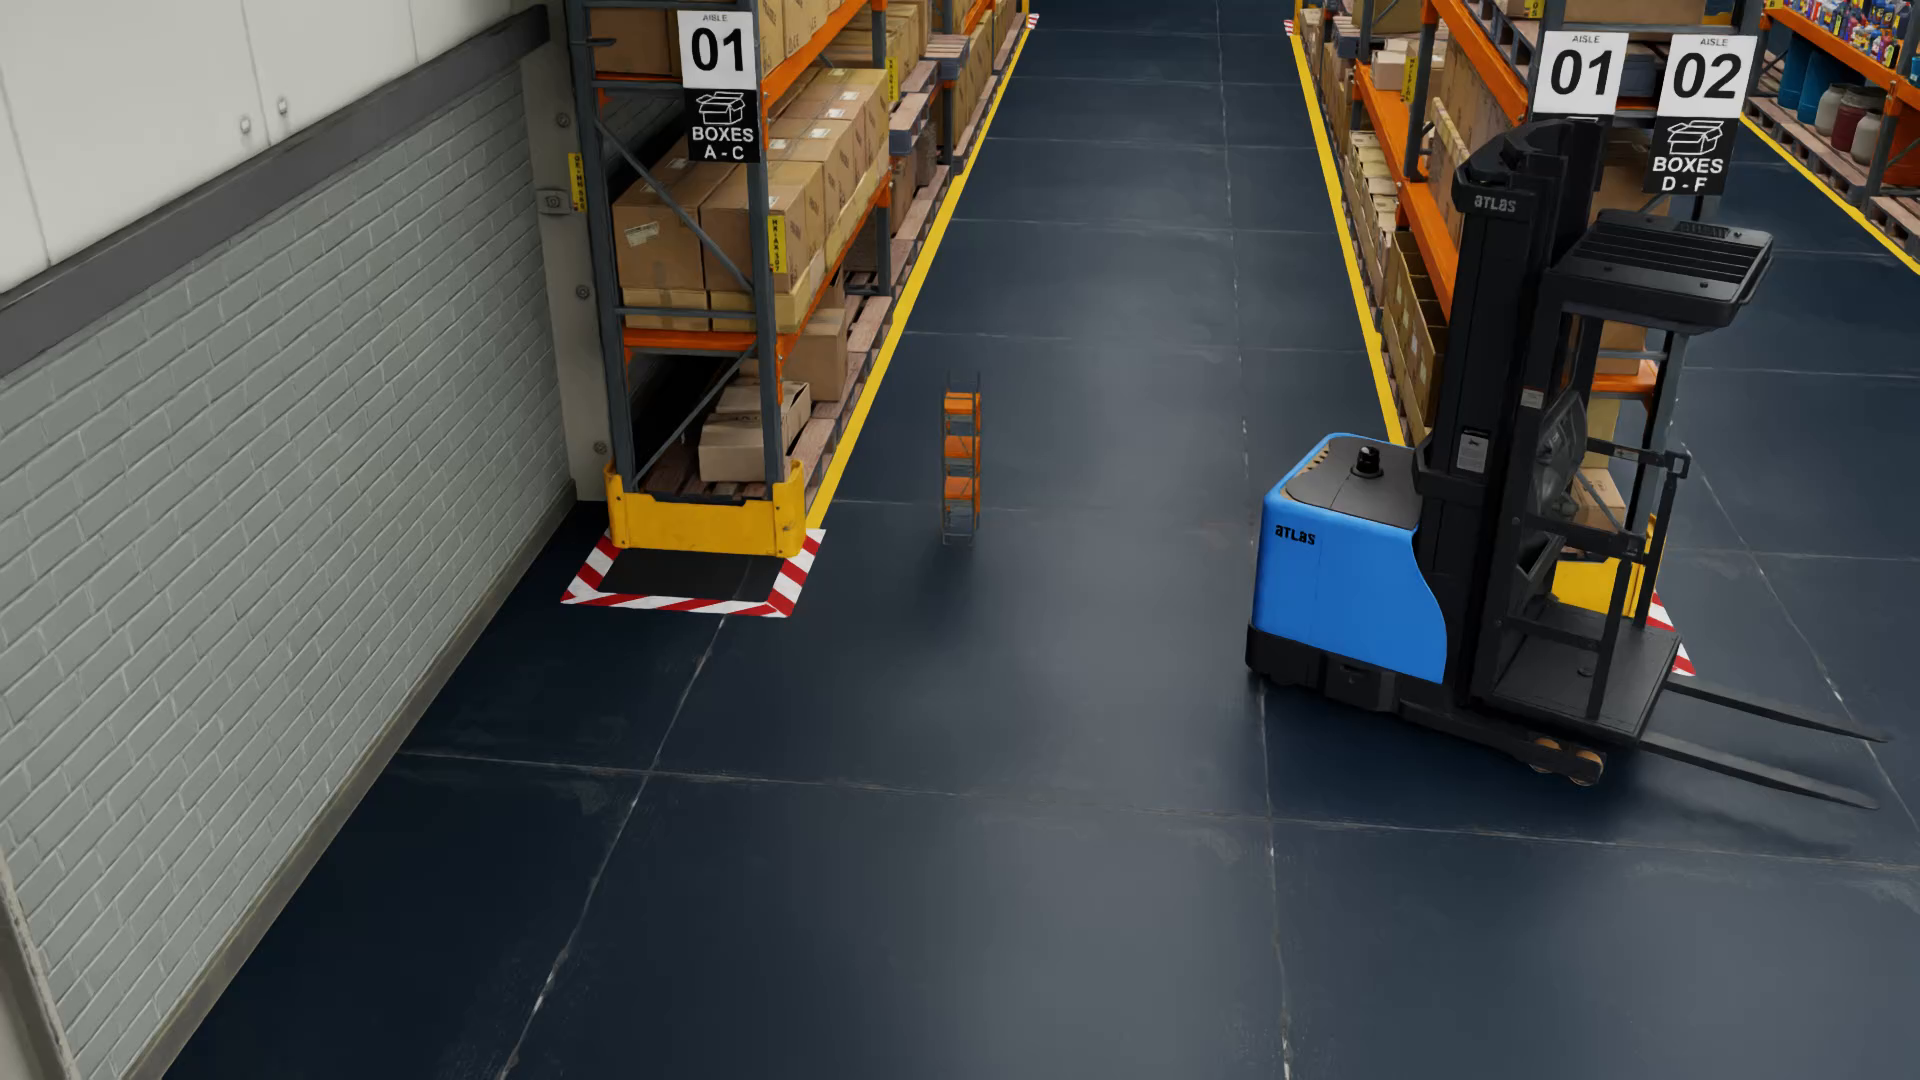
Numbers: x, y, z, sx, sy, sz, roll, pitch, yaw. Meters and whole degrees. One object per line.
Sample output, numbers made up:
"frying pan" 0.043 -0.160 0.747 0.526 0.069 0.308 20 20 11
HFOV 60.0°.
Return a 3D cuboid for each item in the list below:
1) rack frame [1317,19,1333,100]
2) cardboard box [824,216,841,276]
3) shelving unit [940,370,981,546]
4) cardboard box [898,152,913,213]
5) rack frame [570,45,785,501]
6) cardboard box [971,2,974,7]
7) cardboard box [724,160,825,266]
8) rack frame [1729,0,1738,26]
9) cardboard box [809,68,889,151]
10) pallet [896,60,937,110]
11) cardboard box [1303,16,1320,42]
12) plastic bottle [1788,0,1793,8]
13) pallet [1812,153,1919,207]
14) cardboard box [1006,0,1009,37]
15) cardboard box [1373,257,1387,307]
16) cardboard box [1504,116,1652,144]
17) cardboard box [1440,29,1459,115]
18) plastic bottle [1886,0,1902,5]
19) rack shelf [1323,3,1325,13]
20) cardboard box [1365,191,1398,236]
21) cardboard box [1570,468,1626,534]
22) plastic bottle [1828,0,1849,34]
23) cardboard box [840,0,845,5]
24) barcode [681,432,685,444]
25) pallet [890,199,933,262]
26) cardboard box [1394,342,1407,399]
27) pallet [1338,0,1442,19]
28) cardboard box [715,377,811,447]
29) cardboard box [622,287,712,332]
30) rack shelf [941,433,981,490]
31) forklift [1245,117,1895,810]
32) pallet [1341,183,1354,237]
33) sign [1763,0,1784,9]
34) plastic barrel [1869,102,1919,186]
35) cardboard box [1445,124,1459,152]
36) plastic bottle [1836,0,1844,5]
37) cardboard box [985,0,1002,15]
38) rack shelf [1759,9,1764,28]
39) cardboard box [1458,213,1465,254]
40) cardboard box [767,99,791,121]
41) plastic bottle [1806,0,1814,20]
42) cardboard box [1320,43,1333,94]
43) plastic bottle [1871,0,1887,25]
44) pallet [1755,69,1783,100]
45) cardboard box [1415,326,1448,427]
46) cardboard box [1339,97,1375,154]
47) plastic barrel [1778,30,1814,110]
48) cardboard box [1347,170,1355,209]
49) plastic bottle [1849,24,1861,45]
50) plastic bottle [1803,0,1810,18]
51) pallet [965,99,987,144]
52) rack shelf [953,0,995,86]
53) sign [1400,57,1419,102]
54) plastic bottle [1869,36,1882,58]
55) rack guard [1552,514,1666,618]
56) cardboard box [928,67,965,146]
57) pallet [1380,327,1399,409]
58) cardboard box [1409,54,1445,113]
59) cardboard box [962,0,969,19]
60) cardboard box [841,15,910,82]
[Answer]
"rack frame" 4.832 -6.650 19.432 1.000 3.000 0.127 3 28 6
"cardboard box" -1.063 -1.927 10.800 0.500 0.250 0.500 3 28 5
"shelving unit" 0.007 -0.487 10.048 0.215 1.050 0.252 3 28 6
"cardboard box" -0.823 -3.334 15.447 0.700 0.500 0.500 3 28 6
"rack frame" -1.555 -1.288 9.478 1.000 3.000 0.127 3 28 6
"cardboard box" -0.045 -6.064 18.586 0.380 0.149 0.250 3 28 5
"cardboard box" -1.128 -2.000 10.146 0.500 0.500 0.500 3 29 6
"rack frame" 10.238 -8.244 22.389 1.000 3.000 0.127 3 28 6
"cardboard box" -0.816 -3.203 12.379 0.500 0.500 0.500 3 28 6
"pallet" -0.777 -4.035 14.779 1.003 0.211 1.213 3 28 6
"cardboard box" 4.851 -6.806 22.156 0.500 0.250 0.500 3 28 6
"plastic bottle" 9.267 -6.007 18.447 0.097 0.201 0.097 0 28 0
"pallet" 9.313 -3.624 16.754 1.003 0.211 1.213 3 28 6
"cardboard box" 0.296 -7.096 22.452 0.700 0.500 0.500 2 28 5
"cardboard box" 3.615 -2.071 13.388 0.500 0.250 0.500 3 28 6
"cardboard box" 3.497 -2.109 9.528 0.700 0.500 0.500 3 28 5
"cardboard box" 3.804 -3.291 11.722 0.700 0.500 0.500 3 29 6
"plastic bottle" 9.897 -5.629 17.667 0.152 0.276 0.135 3 28 6
"rack shelf" 5.077 -7.275 21.350 1.077 0.370 4.000 3 28 6
"cardboard box" 3.738 -2.793 14.137 0.500 0.311 0.500 3 28 6
"cardboard box" 3.648 -0.216 9.944 0.500 0.250 0.500 3 28 6
"plastic bottle" 9.123 -5.432 17.221 0.144 0.351 0.185 3 28 6
"cardboard box" -0.987 -3.792 10.836 0.500 0.500 0.500 2 28 4
"barcode" -1.776 -0.654 10.663 0.001 0.075 0.075 3 28 6
"pallet" -0.824 -2.886 15.384 1.003 0.211 1.213 3 28 6
"cardboard box" 3.361 -1.188 11.749 0.500 0.250 0.500 3 28 6
"pallet" 4.576 -5.599 17.682 1.003 0.211 1.213 3 28 6
"cardboard box" -1.311 -0.887 11.104 0.500 0.311 0.500 6 29 10
"cardboard box" -1.690 -1.462 9.938 0.500 0.250 0.500 4 29 7
"rack shelf" 0.007 -0.478 10.053 0.215 0.259 0.240 3 28 6
"forklift" 3.046 -0.391 7.885 3.031 2.935 1.130 16 32 28
"pallet" 4.202 -3.155 15.883 1.003 0.211 1.213 3 28 6
"sign" 3.912 -2.707 7.944 0.100 0.325 0.005 3 28 6
"plastic barrel" 9.300 -3.939 16.243 0.600 0.830 0.708 3 28 6
"cardboard box" 3.535 -2.736 11.376 0.380 0.149 0.250 3 28 6
"plastic bottle" 9.350 -5.666 17.735 0.152 0.276 0.135 3 28 6
"cardboard box" 0.332 -6.803 21.224 0.380 0.149 0.250 4 29 8
"rack shelf" 9.993 -6.985 20.812 1.077 0.370 4.000 3 28 6
"cardboard box" 3.618 -1.994 10.682 0.700 0.500 0.500 4 29 8
"cardboard box" -1.464 -2.757 11.551 0.500 0.500 0.500 4 29 8
"plastic bottle" 9.170 -5.743 17.871 0.061 0.283 0.133 3 28 6
"cardboard box" 4.531 -5.530 19.524 0.500 0.500 0.500 2 28 4
"plastic bottle" 9.771 -5.626 17.665 0.097 0.271 0.097 0 28 0
"pallet" 9.799 -5.481 20.202 1.003 0.211 1.213 3 28 6
"cardboard box" 3.240 -1.048 10.697 0.500 0.500 0.500 3 28 6
"cardboard box" 4.223 -4.315 17.268 0.500 0.500 0.500 4 29 8
"plastic barrel" 9.664 -5.367 18.819 0.600 0.901 0.708 3 28 6
"cardboard box" 3.925 -3.276 15.624 0.500 0.250 0.500 3 28 5
"plastic bottle" 9.028 -5.088 16.742 0.097 0.201 0.097 0 28 0
"plastic bottle" 9.203 -5.761 17.990 0.097 0.201 0.097 0 28 0
"pallet" -0.252 -4.765 18.873 1.003 0.211 1.213 3 28 6
"rack shelf" -0.330 -5.678 18.386 1.077 0.370 4.000 3 28 6
"sign" 3.312 -3.386 12.236 0.100 0.325 0.005 3 28 6
"plastic bottle" 8.956 -4.813 16.231 0.097 0.201 0.097 0 28 0
"rack guard" 3.359 0.110 9.519 1.175 0.500 0.348 3 28 6
"cardboard box" -0.355 -4.631 17.506 0.750 0.750 0.750 3 28 6
"pallet" 3.713 -1.285 12.413 1.003 0.211 1.213 3 28 6
"cardboard box" 4.088 -3.773 13.985 0.500 0.500 0.500 3 28 6
"cardboard box" -0.188 -5.697 17.222 0.500 0.500 0.500 4 29 8
"cardboard box" -0.844 -4.220 14.352 0.700 0.500 0.500 7 29 13
